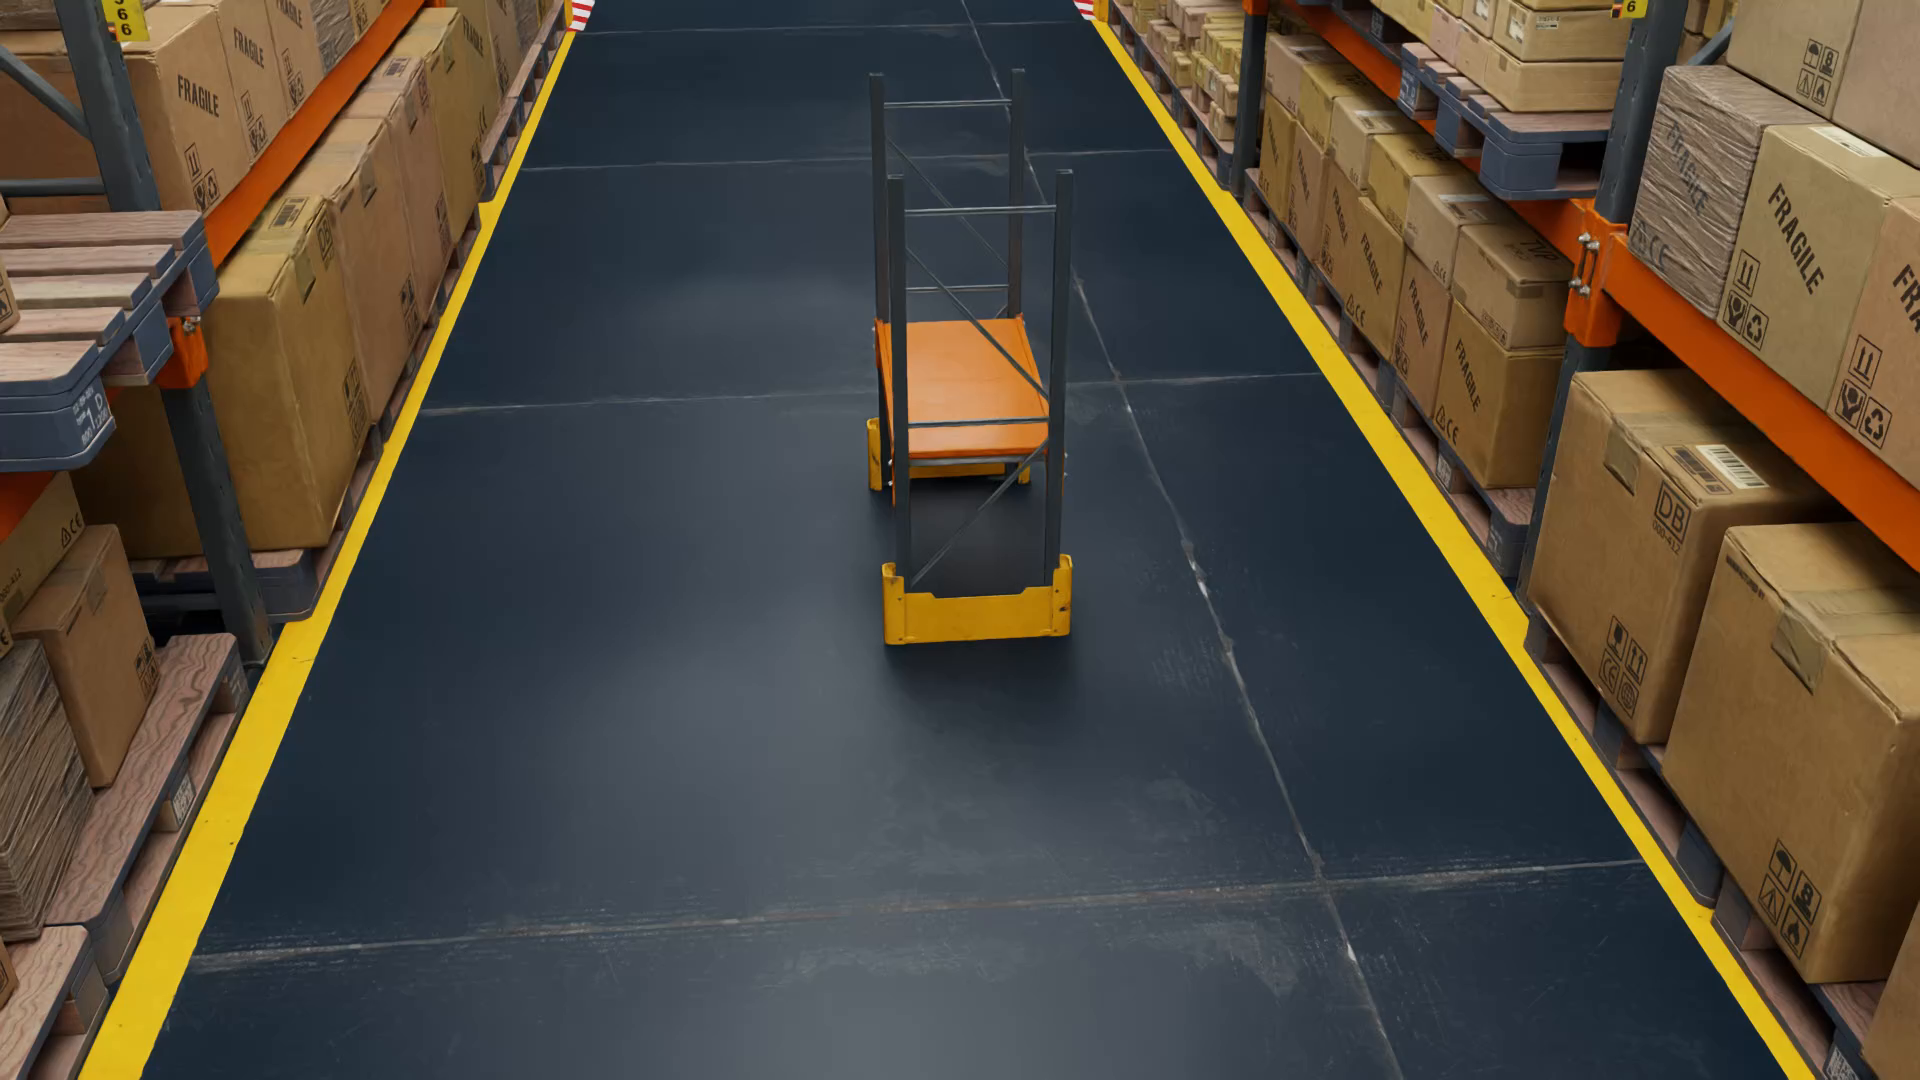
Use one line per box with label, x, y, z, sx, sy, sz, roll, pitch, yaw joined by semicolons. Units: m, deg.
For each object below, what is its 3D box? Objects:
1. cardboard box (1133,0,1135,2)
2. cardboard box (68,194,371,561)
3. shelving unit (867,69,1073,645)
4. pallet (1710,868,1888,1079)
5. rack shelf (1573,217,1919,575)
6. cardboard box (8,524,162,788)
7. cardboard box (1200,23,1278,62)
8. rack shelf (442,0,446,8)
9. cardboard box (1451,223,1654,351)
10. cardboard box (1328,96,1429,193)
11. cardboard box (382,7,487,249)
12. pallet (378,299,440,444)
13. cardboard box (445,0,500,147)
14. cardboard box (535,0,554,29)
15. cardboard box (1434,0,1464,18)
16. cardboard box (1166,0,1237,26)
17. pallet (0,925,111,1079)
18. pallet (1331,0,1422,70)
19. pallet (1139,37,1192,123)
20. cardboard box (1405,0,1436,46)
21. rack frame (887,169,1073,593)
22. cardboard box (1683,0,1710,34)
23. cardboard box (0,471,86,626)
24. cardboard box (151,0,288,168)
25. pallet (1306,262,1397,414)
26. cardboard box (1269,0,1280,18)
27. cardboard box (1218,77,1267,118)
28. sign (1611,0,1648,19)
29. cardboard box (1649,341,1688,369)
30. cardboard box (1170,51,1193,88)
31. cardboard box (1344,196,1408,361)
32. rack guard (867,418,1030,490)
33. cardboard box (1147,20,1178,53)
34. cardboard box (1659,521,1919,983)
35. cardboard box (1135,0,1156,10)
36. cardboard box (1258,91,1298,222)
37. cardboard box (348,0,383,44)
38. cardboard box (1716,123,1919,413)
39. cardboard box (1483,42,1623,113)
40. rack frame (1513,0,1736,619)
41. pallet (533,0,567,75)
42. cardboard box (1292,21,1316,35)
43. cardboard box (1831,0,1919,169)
cardboard box;1.401;-3.719;11.423;0.380;0.149;0.250;-3;31;-5
cardboard box;-2.679;-0.527;5.369;1.225;0.875;0.875;-4;31;-7
shelving unit;0.007;-0.605;5.300;0.587;1.500;1.083;-3;31;-5
pallet;2.422;1.133;3.647;1.003;0.211;1.213;-3;31;-5
rack shelf;2.499;0.239;3.127;1.077;0.370;4.000;-3;31;-5
cardboard box;-2.553;0.320;4.297;0.700;0.500;0.500;-4;31;-7
cardboard box;1.552;-2.770;9.252;0.380;0.149;0.250;-3;31;-5
rack shelf;-3.196;-3.660;9.653;1.077;0.370;4.000;-3;31;-5
cardboard box;1.987;-0.857;5.556;0.500;0.250;0.500;-3;31;-6
cardboard box;1.840;-1.640;6.868;0.500;0.250;0.500;-2;31;-3
cardboard box;-2.930;-1.890;7.651;1.225;0.875;0.875;-3;31;-4
pallet;-2.745;-0.736;6.776;1.003;0.211;1.213;-3;31;-5
cardboard box;-2.991;-2.556;8.767;0.875;0.875;0.875;-3;31;-5
cardboard box;-3.243;-3.935;11.075;0.875;0.875;0.875;-3;31;-5
cardboard box;1.759;-1.792;5.371;0.380;0.149;0.250;-2;31;-3
cardboard box;1.451;-3.177;9.934;0.380;0.149;0.250;-4;31;-6
pallet;-2.453;1.312;3.347;1.003;0.211;1.213;-3;31;-5
pallet;2.086;-2.018;6.390;1.003;0.211;1.213;-3;31;-5
pallet;1.723;-2.902;10.402;1.003;0.211;1.213;-3;31;-5
cardboard box;1.743;-1.779;5.639;0.380;0.149;0.250;-3;31;-5
rack frame;0.055;-0.341;4.858;0.500;1.500;0.032;-3;31;-5
cardboard box;2.440;-1.686;5.193;0.380;0.149;0.250;-1;31;-2
cardboard box;-2.543;-0.002;4.106;0.500;0.250;0.500;-2;31;-3
cardboard box;-2.460;-1.472;5.193;0.500;0.500;0.500;-4;31;-6
pallet;2.130;-0.915;7.075;1.003;0.211;1.213;-3;31;-5
cardboard box;1.976;-3.202;9.977;0.380;0.149;0.250;-4;31;-7
cardboard box;1.593;-2.363;8.862;0.380;0.149;0.250;-2;31;-4
sign;1.773;-1.523;4.324;0.100;0.325;0.005;-3;31;-5
cardboard box;2.500;-0.572;5.810;0.500;0.500;0.500;-4;31;-7
cardboard box;1.466;-2.802;9.887;0.380;0.149;0.250;-3;31;-5
cardboard box;1.880;-1.056;6.621;0.500;0.500;0.500;-4;31;-7
rack guard;-0.039;-0.323;6.046;0.587;0.250;0.087;-3;31;-5
cardboard box;1.401;-3.200;10.553;0.380;0.149;0.250;-4;31;-7
cardboard box;2.365;0.456;3.846;1.050;0.750;0.750;-2;31;-4
cardboard box;1.354;-3.581;10.900;0.380;0.149;0.250;-2;31;-3
cardboard box;1.743;-1.851;7.951;0.500;0.500;0.500;-2;31;-3
cardboard box;-2.599;-2.245;6.486;0.500;0.500;0.500;-3;31;-5
cardboard box;2.136;-0.633;3.786;0.500;0.500;0.500;-3;31;-5
cardboard box;1.809;-1.394;4.993;0.380;0.149;0.250;-2;31;-4
rack frame;2.312;-1.091;4.652;1.000;3.000;0.127;-3;31;-5
pallet;-3.230;-3.388;11.216;1.003;0.211;1.213;-3;31;-5
cardboard box;2.073;-2.801;9.305;0.380;0.149;0.250;-3;31;-5
cardboard box;2.393;-1.076;3.553;0.700;0.500;0.500;-3;31;-5
